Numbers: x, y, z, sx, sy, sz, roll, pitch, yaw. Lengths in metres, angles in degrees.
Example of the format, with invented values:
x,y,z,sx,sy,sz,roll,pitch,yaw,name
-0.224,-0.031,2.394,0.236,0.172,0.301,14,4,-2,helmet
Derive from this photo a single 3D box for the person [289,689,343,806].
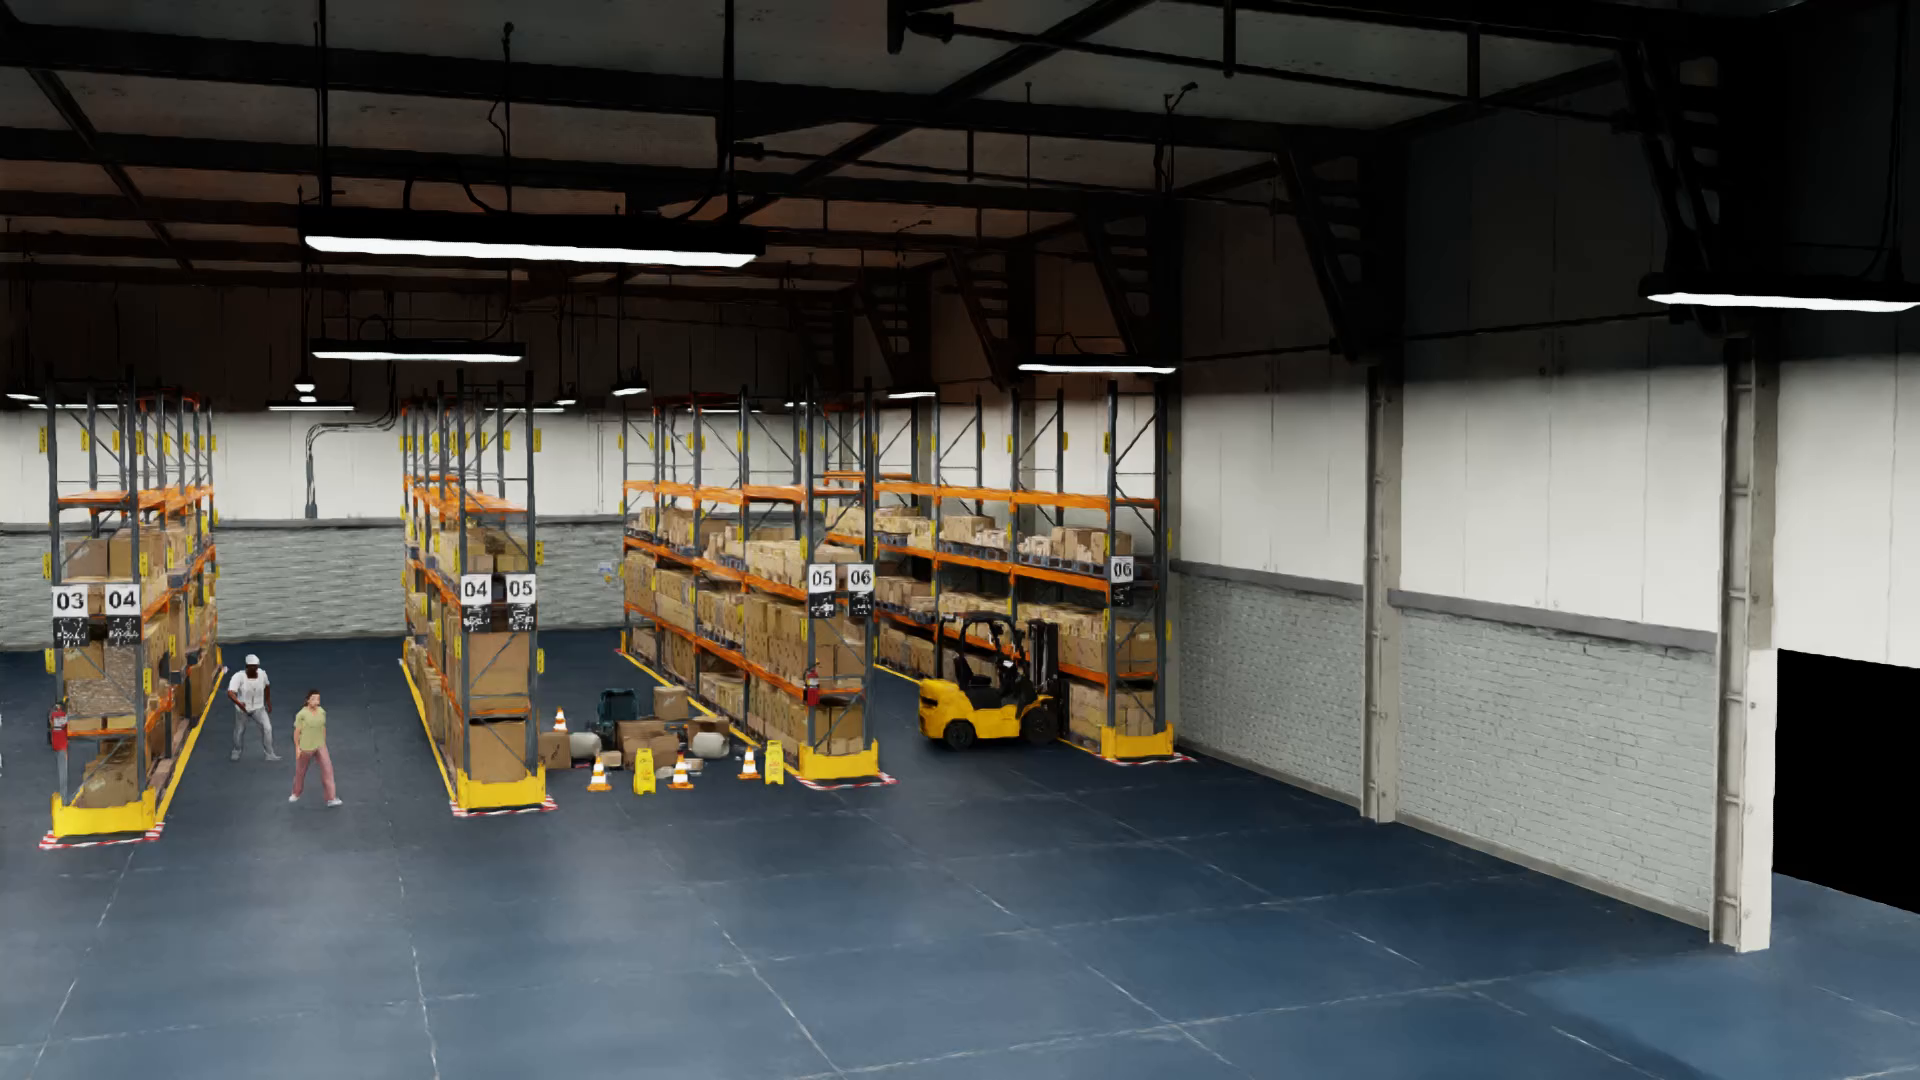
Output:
x,y,z,sx,sy,sz,roll,pitch,yaw,name
-8.942,2.855,22.951,0.484,1.620,0.954,-3,5,-44,person

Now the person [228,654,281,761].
x,y,z,sx,sy,sz,roll,pitch,yaw,name
-11.123,2.624,26.067,0.709,1.704,0.835,-3,4,-37,person
